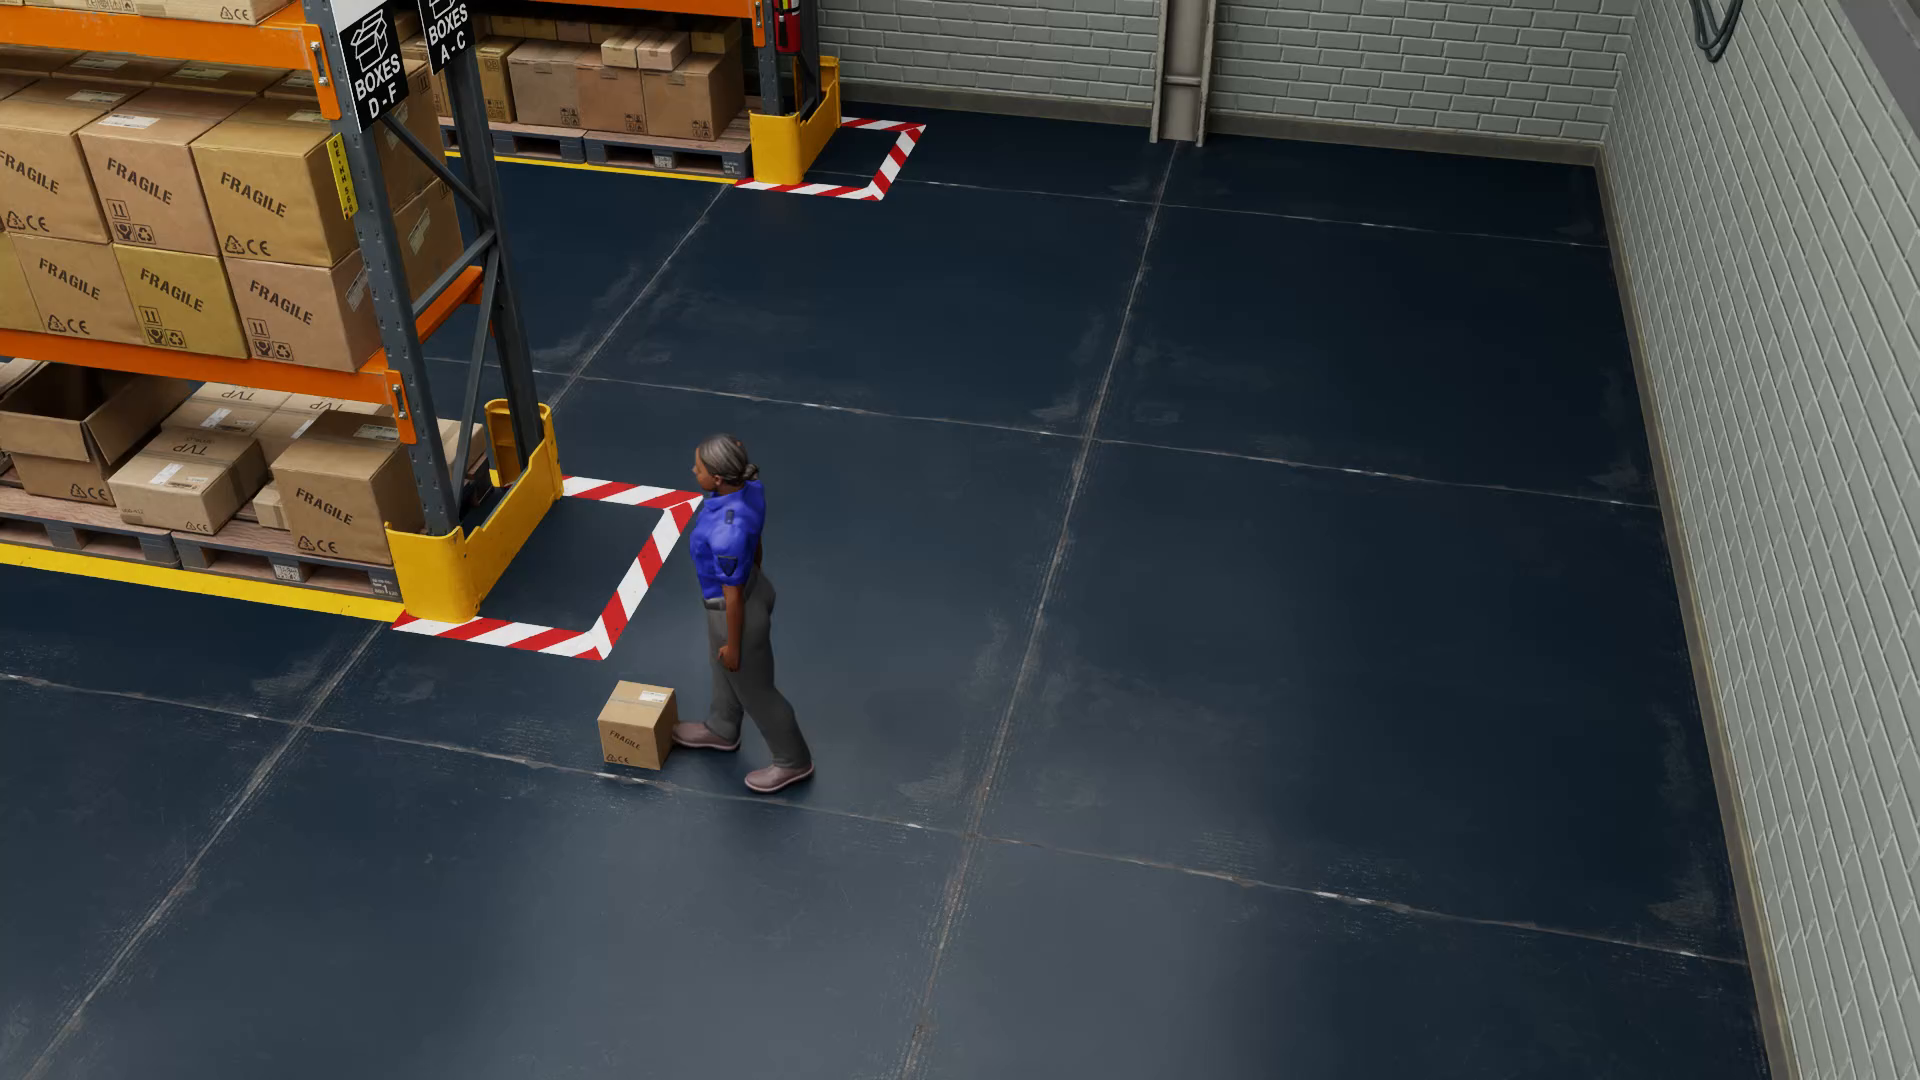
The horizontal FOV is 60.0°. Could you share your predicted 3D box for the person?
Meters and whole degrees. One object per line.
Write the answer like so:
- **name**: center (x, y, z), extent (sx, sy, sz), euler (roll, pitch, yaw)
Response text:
- **person**: center (-0.925, 0.278, 6.582), extent (0.646, 1.656, 0.443), euler (3, 37, 4)
